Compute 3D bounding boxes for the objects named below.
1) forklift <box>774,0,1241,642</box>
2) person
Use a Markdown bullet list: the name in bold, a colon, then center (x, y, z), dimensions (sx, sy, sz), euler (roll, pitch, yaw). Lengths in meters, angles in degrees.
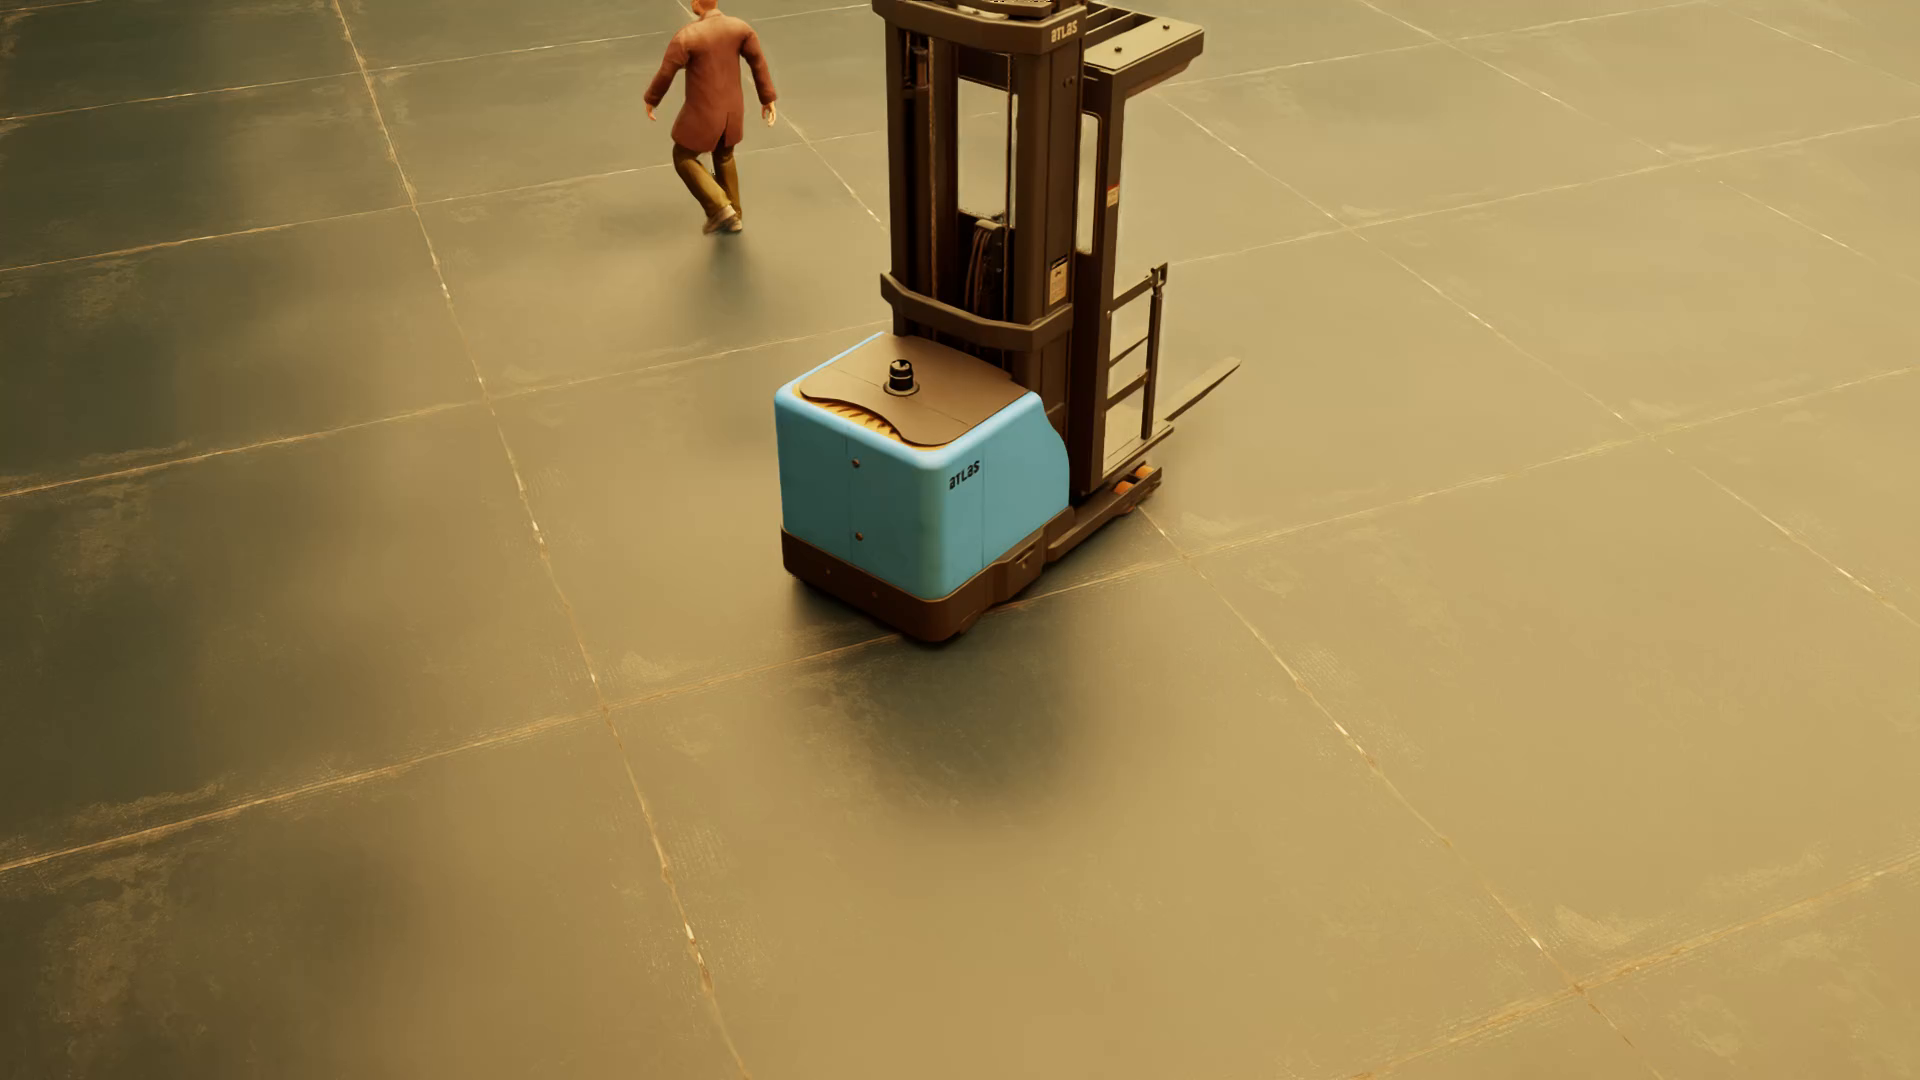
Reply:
- **forklift**: center (0.432, -1.503, 8.212), dimensions (1.130, 2.935, 3.031), euler (25, 42, 31)
- **person**: center (-1.646, -2.883, 11.168), dimensions (0.826, 1.760, 0.598), euler (-26, 43, -32)
